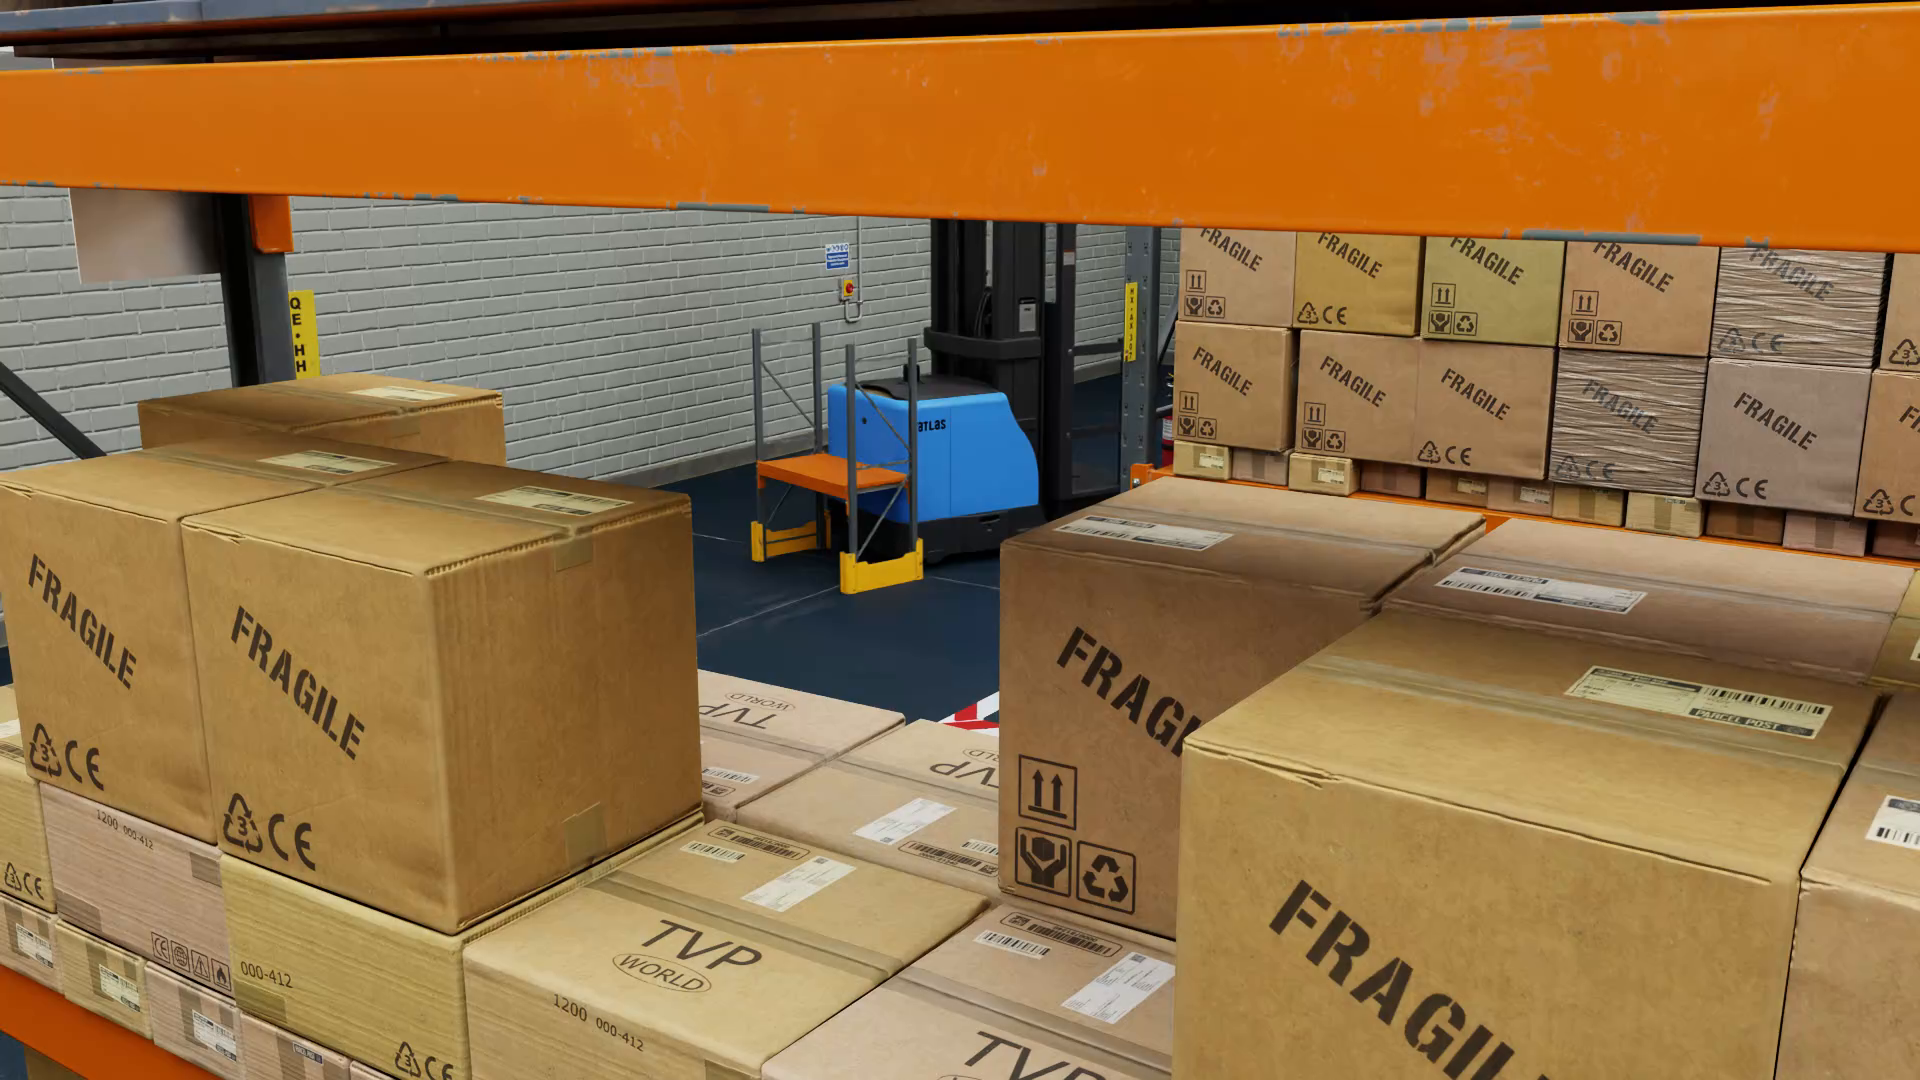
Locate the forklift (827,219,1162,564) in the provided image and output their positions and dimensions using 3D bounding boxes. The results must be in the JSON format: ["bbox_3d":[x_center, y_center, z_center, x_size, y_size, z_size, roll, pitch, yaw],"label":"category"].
[{"bbox_3d":[0.617,-1.518,11.357,3.031,2.935,1.130,-9,16,-32],"label":"forklift"}]

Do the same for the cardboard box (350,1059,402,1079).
[{"bbox_3d":[-0.654,0.783,2.442,0.250,0.149,0.380,9,16,32],"label":"cardboard box"}]

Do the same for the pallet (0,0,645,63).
[{"bbox_3d":[-1.211,-0.940,2.822,1.213,0.211,1.003,9,17,33],"label":"pallet"}]

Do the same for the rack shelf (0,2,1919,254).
[{"bbox_3d":[-0.173,-0.463,2.207,4.000,0.370,1.077,9,17,33],"label":"rack shelf"}]

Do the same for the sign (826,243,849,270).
[{"bbox_3d":[-1.071,-2.482,14.545,0.001,0.218,0.327,9,17,33],"label":"sign"}]

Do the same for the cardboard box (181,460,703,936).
[{"bbox_3d":[-0.737,0.193,2.433,0.500,0.500,0.500,9,16,31],"label":"cardboard box"}]

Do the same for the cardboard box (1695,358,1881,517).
[{"bbox_3d":[2.937,-0.402,5.878,0.500,0.500,0.500,9,17,33],"label":"cardboard box"}]

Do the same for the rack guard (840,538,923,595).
[{"bbox_3d":[-0.476,0.156,10.172,0.587,0.250,0.087,-11,18,-38],"label":"rack guard"}]

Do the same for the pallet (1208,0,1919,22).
[{"bbox_3d":[0.814,-0.613,1.500,1.213,0.211,1.003,9,17,33],"label":"pallet"}]

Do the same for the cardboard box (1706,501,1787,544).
[{"bbox_3d":[2.884,-0.109,6.043,0.250,0.149,0.380,9,16,32],"label":"cardboard box"}]

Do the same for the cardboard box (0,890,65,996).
[{"bbox_3d":[-1.508,0.645,2.999,0.250,0.149,0.380,9,16,32],"label":"cardboard box"}]

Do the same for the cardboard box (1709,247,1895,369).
[{"bbox_3d":[2.949,-0.891,5.772,0.500,0.500,0.500,10,17,34],"label":"cardboard box"}]

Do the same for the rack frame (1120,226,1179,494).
[{"bbox_3d":[1.019,-0.600,7.505,0.127,3.000,1.000,9,17,33],"label":"rack frame"}]

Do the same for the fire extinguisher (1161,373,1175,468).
[{"bbox_3d":[1.068,-0.507,8.067,0.183,0.674,0.296,9,17,33],"label":"fire extinguisher"}]

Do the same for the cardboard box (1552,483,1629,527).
[{"bbox_3d":[2.428,-0.170,6.292,0.250,0.149,0.380,10,17,35],"label":"cardboard box"}]

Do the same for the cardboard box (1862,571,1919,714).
[{"bbox_3d":[1.232,0.361,1.755,0.500,0.500,0.500,9,17,33],"label":"cardboard box"}]

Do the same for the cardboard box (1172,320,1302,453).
[{"bbox_3d":[1.238,-0.678,6.992,0.500,0.500,0.500,10,17,35],"label":"cardboard box"}]

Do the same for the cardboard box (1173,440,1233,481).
[{"bbox_3d":[1.105,-0.369,7.096,0.250,0.149,0.380,9,17,32],"label":"cardboard box"}]

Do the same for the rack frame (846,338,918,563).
[{"bbox_3d":[-0.464,-0.447,10.007,0.500,1.500,0.032,-11,18,-38],"label":"rack frame"}]

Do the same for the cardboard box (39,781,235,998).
[{"bbox_3d":[-1.150,0.490,2.793,0.500,0.250,0.500,9,16,32],"label":"cardboard box"}]

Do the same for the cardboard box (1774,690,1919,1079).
[{"bbox_3d":[0.956,0.468,1.324,0.500,0.500,0.500,10,17,34],"label":"cardboard box"}]

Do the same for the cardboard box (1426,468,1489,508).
[{"bbox_3d":[2.036,-0.248,6.606,0.250,0.149,0.380,9,17,32],"label":"cardboard box"}]

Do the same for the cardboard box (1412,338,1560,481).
[{"bbox_3d":[2.096,-0.543,6.447,0.500,0.500,0.500,9,17,34],"label":"cardboard box"}]

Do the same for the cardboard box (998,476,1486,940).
[{"bbox_3d":[0.393,0.224,2.307,0.500,0.500,0.500,9,16,31],"label":"cardboard box"}]

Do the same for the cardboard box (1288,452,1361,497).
[{"bbox_3d":[1.533,-0.297,6.802,0.250,0.149,0.380,9,16,31],"label":"cardboard box"}]

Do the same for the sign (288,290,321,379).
[{"bbox_3d":[-1.518,-0.408,3.827,0.005,0.325,0.100,9,17,33],"label":"sign"}]

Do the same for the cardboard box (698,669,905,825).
[{"bbox_3d":[-0.439,0.452,2.948,0.500,0.250,0.500,9,16,31],"label":"cardboard box"}]

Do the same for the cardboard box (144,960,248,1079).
[{"bbox_3d":[-1.079,0.714,2.720,0.250,0.149,0.380,9,16,32],"label":"cardboard box"}]

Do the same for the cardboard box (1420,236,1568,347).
[{"bbox_3d":[2.085,-1.025,6.312,0.500,0.500,0.500,9,16,32],"label":"cardboard box"}]

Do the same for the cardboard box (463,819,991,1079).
[{"bbox_3d":[-0.299,0.627,2.240,0.500,0.250,0.500,9,16,32],"label":"cardboard box"}]

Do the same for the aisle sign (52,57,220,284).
[{"bbox_3d":[-1.725,-0.956,3.533,0.004,0.787,0.394,9,17,33],"label":"aisle sign"}]

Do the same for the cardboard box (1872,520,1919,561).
[{"bbox_3d":[3.332,-0.042,5.774,0.250,0.149,0.380,9,16,31],"label":"cardboard box"}]

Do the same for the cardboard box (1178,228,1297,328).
[{"bbox_3d":[1.244,-1.165,6.880,0.500,0.500,0.500,9,17,32],"label":"cardboard box"}]

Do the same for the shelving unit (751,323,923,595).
[{"bbox_3d":[-0.790,-0.543,10.396,0.587,1.500,1.083,-11,18,-38],"label":"shelving unit"}]

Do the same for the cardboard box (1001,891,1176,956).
[{"bbox_3d":[0.400,0.589,2.395,0.500,0.250,0.500,10,17,34],"label":"cardboard box"}]
